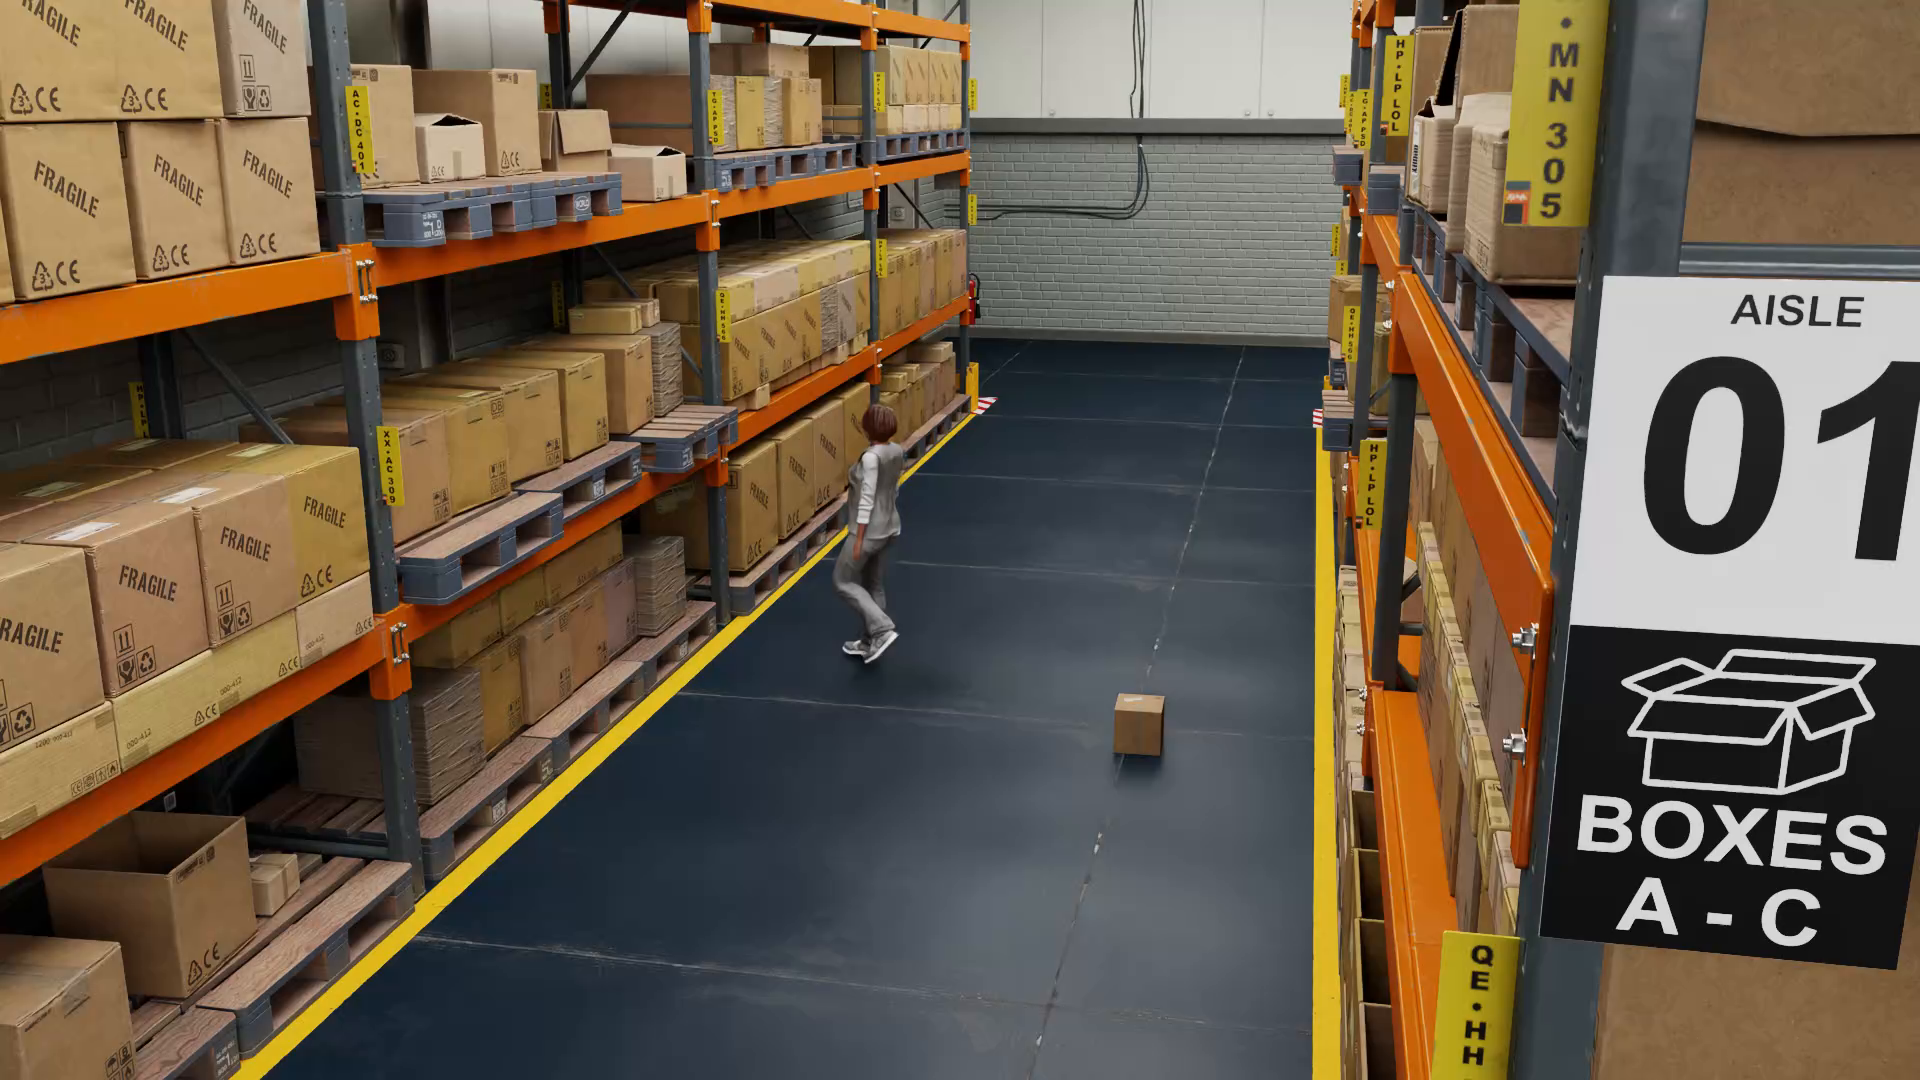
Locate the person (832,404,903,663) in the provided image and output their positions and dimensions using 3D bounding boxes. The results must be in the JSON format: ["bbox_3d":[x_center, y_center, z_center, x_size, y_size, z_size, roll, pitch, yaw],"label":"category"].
[{"bbox_3d":[-0.548,-0.035,10.075,0.475,1.602,0.452,7,17,25],"label":"person"}]
